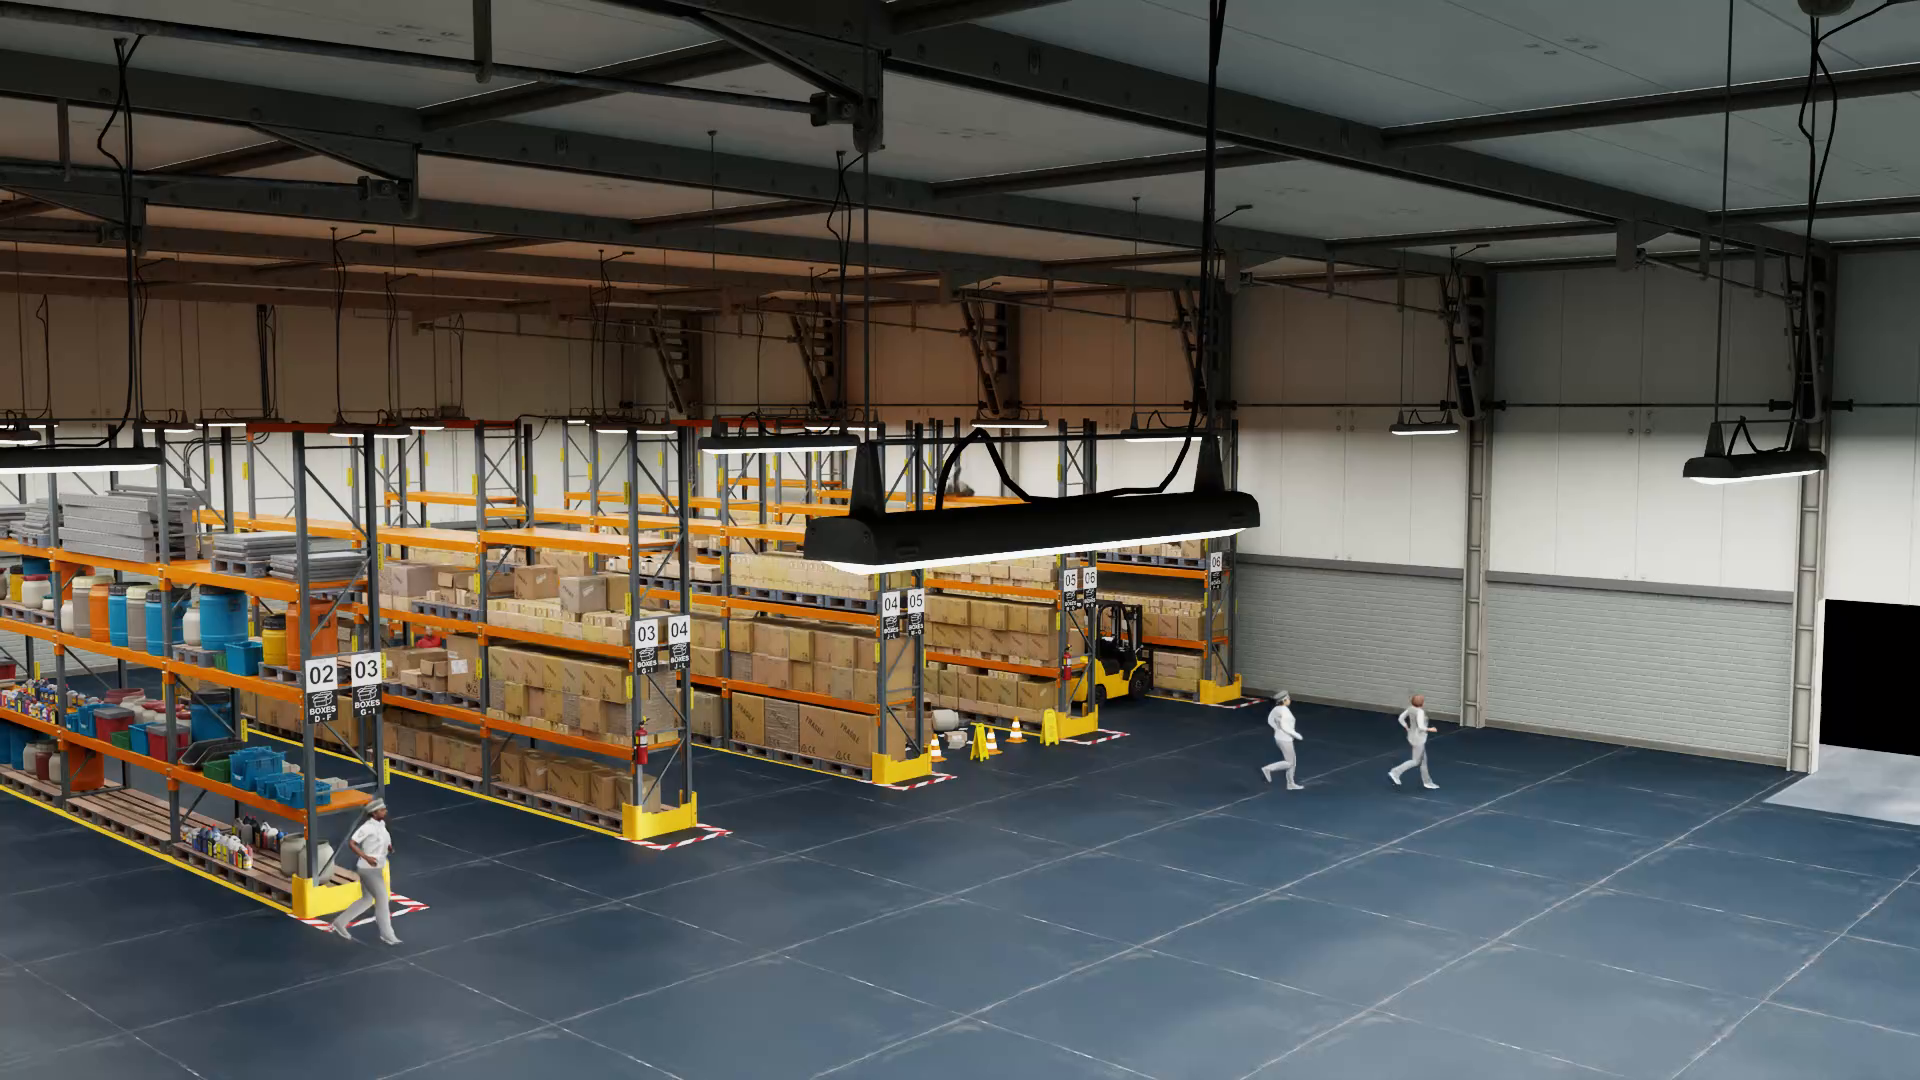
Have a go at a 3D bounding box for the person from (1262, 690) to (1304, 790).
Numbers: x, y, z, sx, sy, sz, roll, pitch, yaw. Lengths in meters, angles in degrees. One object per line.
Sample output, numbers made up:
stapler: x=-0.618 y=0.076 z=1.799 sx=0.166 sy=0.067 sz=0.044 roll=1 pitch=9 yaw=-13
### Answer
person: x=5.273 y=3.277 z=27.235 sx=0.742 sy=1.661 sz=0.617 roll=-1 pitch=5 yaw=-9

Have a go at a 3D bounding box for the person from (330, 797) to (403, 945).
person: x=-6.988 y=3.906 z=19.683 sx=0.856 sy=1.717 sz=0.594 roll=0 pitch=5 yaw=-4

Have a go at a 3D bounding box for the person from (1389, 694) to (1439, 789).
person: x=7.445 y=3.305 z=27.194 sx=0.885 sy=1.592 sz=0.545 roll=-1 pitch=5 yaw=-6

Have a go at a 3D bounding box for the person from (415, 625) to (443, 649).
person: x=-11.075 y=2.639 z=34.866 sx=0.665 sy=1.703 sz=0.629 roll=-4 pitch=6 yaw=-41
